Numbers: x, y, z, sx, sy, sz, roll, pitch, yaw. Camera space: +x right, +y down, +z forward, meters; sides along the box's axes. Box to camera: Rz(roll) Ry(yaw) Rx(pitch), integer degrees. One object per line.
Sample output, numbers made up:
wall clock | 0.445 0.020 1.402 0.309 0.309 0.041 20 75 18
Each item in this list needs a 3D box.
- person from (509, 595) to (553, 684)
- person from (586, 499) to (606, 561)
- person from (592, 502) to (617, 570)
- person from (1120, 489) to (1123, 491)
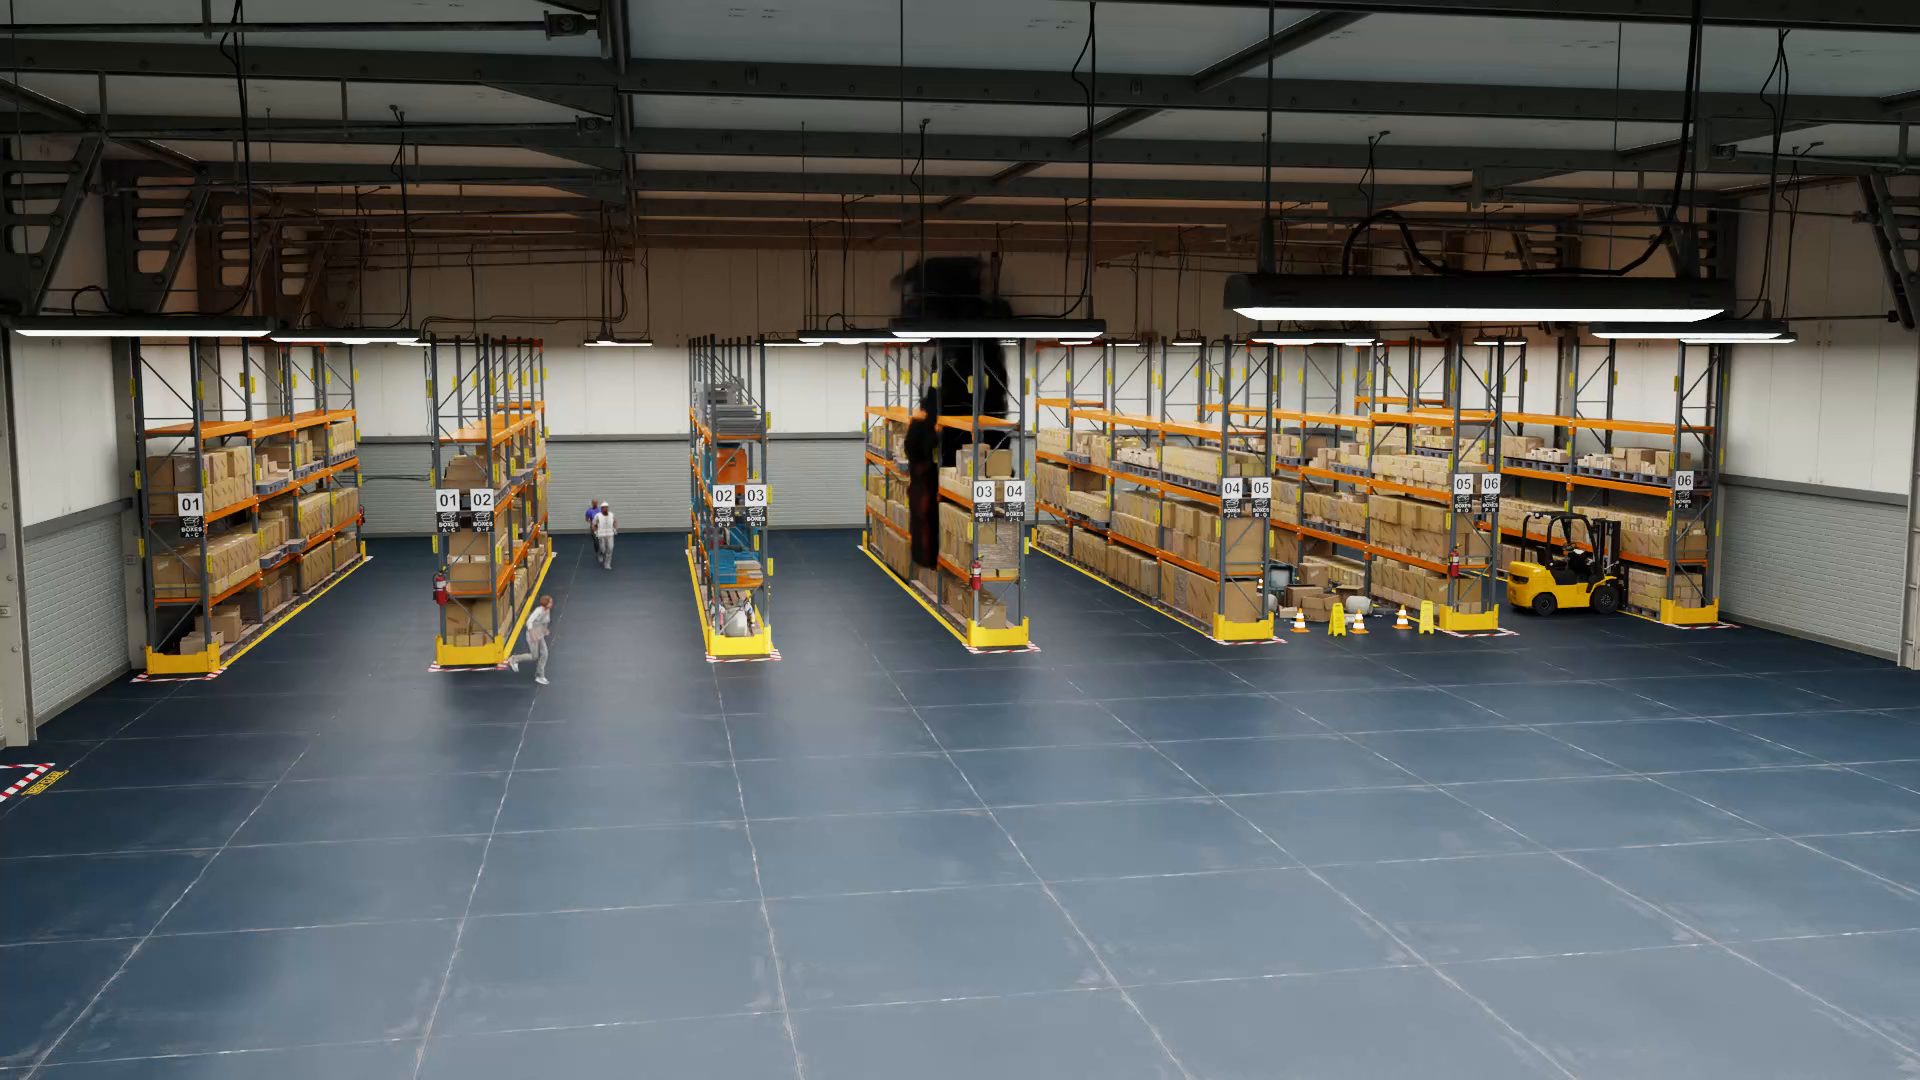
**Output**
person | -7.385 1.726 28.671 0.818 1.512 0.539 1 7 8
person | -9.916 -0.276 45.341 0.569 1.688 0.704 -2 7 -15
person | -9.277 -0.115 43.499 0.684 1.747 0.710 -3 7 -26
person | 4.648 -0.589 47.659 0.699 1.738 0.758 -4 7 -29
